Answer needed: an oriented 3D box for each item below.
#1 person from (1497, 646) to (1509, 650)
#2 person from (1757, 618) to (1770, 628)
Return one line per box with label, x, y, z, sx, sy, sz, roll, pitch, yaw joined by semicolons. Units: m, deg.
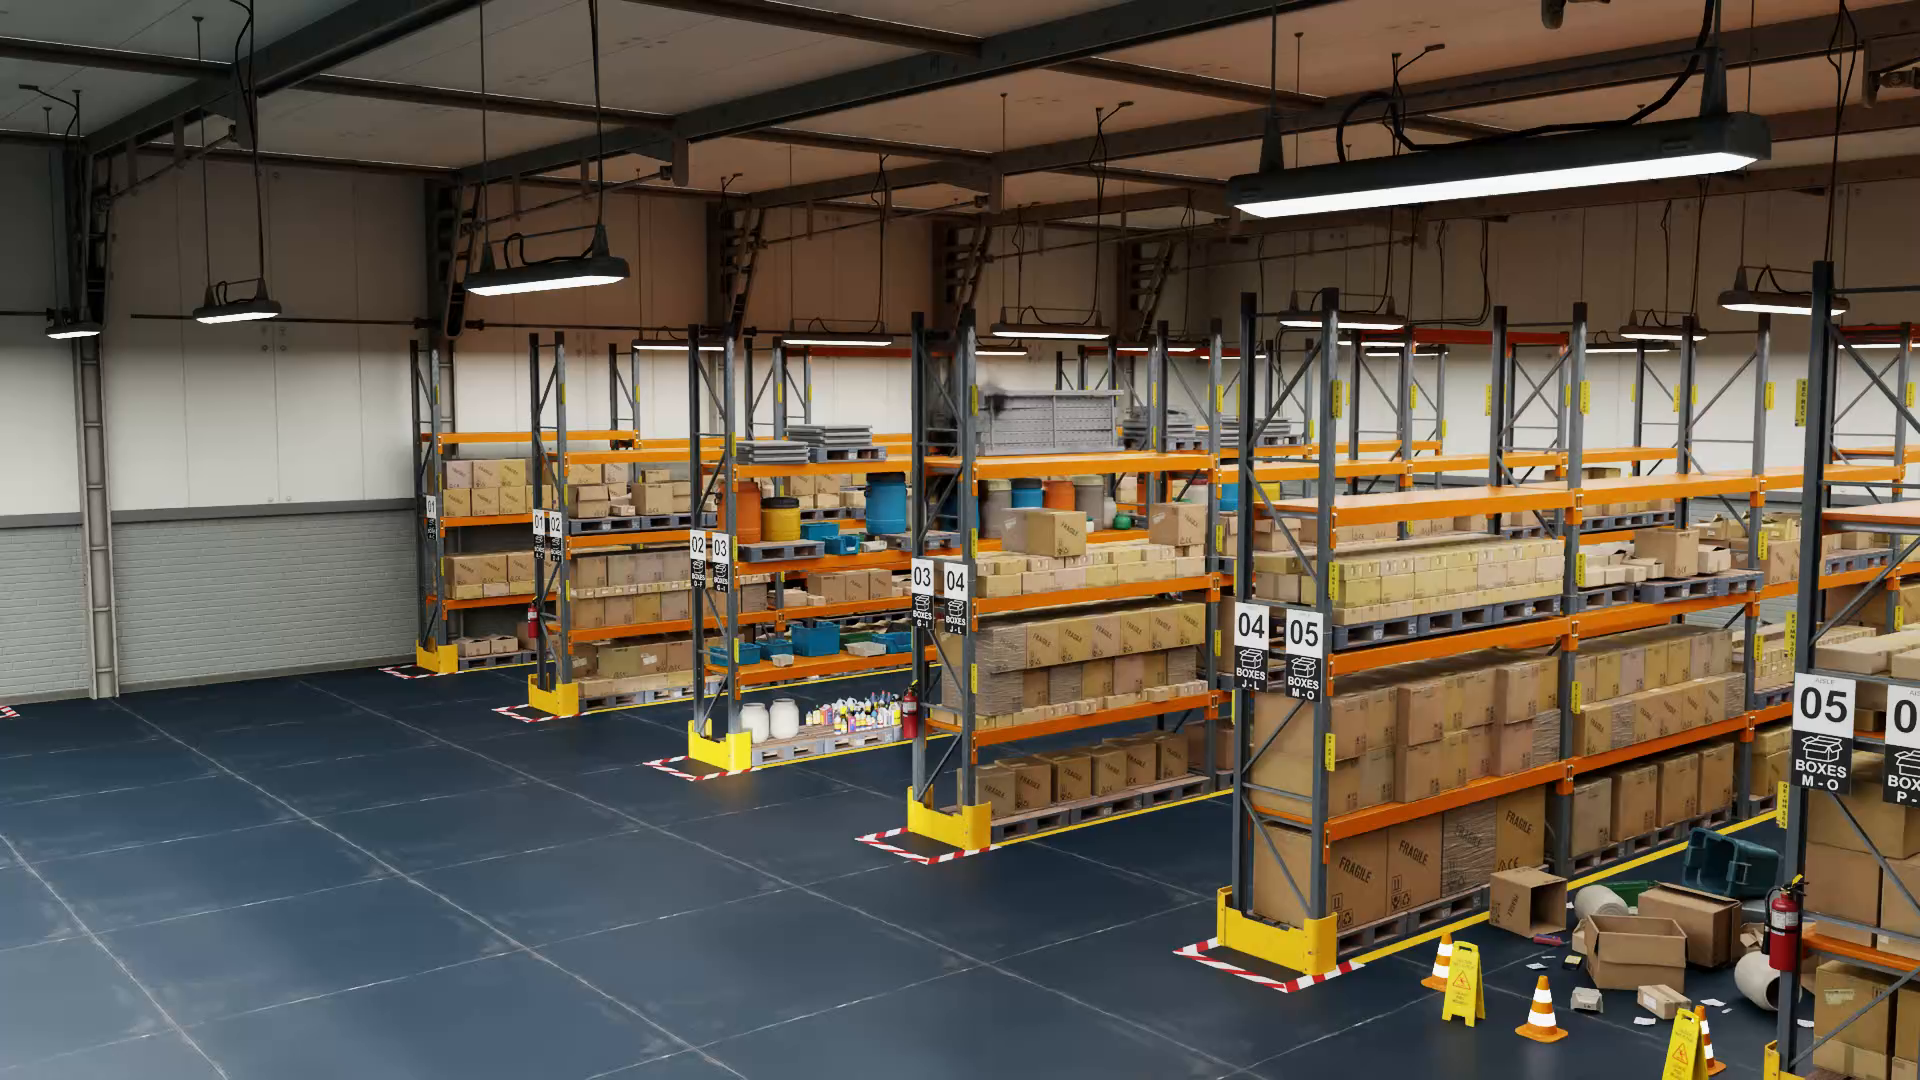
person;7.292;2.248;22.641;0.608;1.656;0.540;5;7;42
person;11.988;2.019;24.909;0.591;1.721;0.645;-4;6;-34
